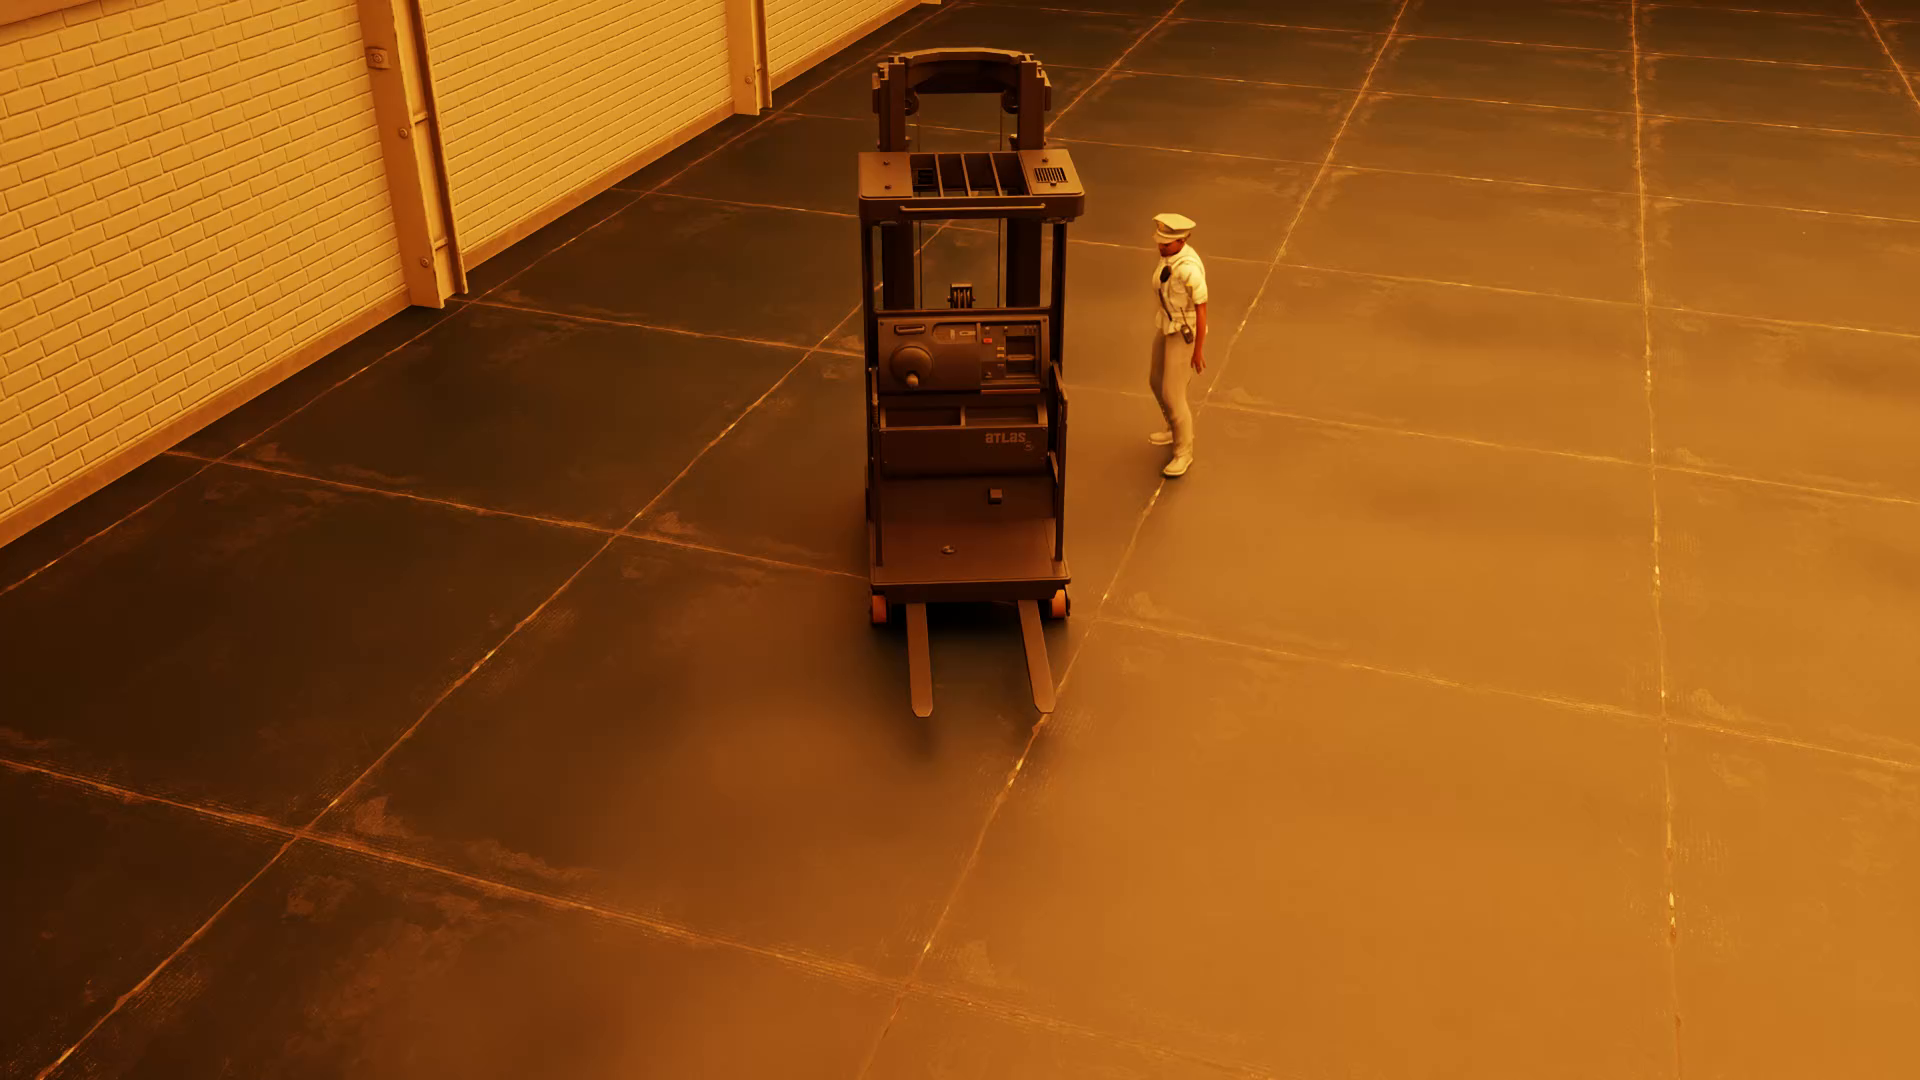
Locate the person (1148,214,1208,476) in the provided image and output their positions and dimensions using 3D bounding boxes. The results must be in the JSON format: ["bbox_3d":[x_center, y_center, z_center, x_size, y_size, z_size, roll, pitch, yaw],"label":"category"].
[{"bbox_3d":[1.404,-1.306,10.756,0.397,1.632,0.788,-7,30,-12],"label":"person"}]

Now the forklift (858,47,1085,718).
[{"bbox_3d":[0.035,-0.972,8.842,1.130,2.935,3.031,-2,30,-3],"label":"forklift"}]
